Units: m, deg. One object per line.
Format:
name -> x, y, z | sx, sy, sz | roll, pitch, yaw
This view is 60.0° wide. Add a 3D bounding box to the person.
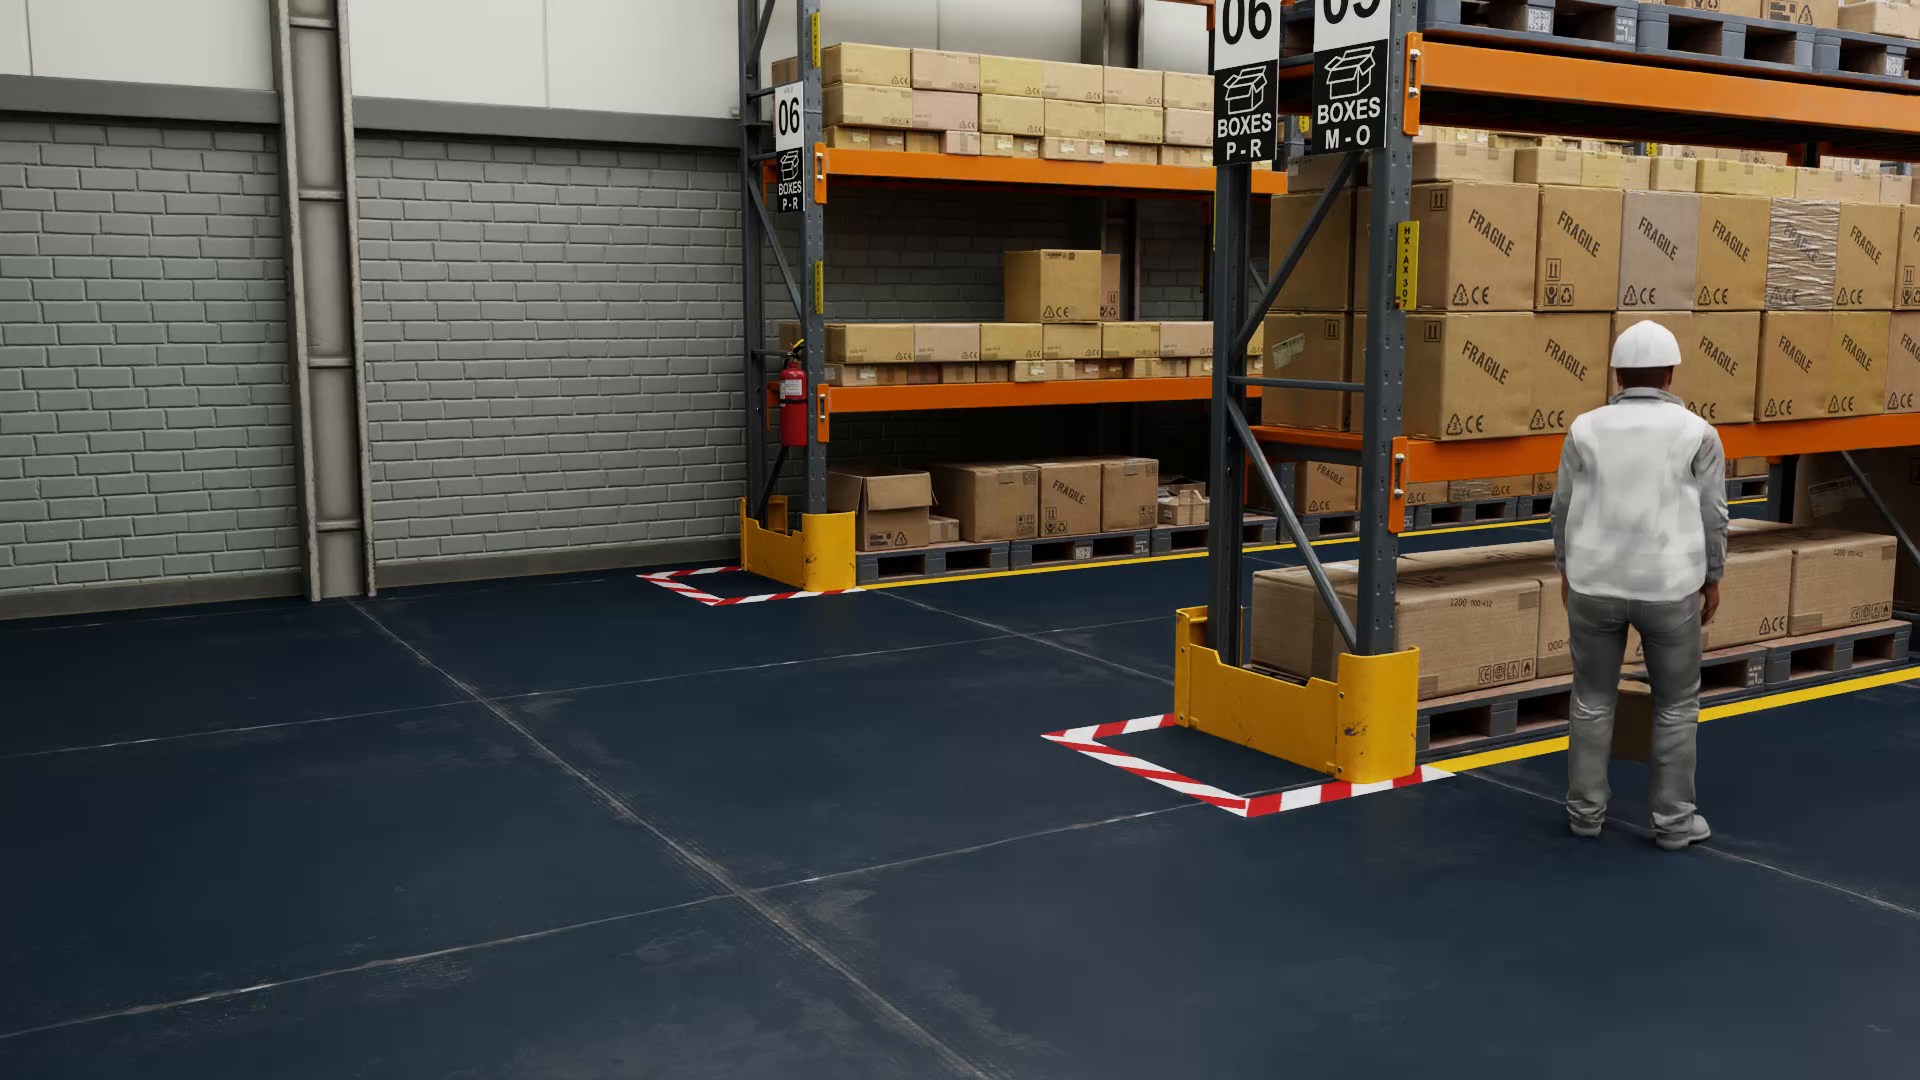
person -> 2.300, 0.150, 5.667 | 0.565, 1.771, 0.443 | 5, 9, 30
